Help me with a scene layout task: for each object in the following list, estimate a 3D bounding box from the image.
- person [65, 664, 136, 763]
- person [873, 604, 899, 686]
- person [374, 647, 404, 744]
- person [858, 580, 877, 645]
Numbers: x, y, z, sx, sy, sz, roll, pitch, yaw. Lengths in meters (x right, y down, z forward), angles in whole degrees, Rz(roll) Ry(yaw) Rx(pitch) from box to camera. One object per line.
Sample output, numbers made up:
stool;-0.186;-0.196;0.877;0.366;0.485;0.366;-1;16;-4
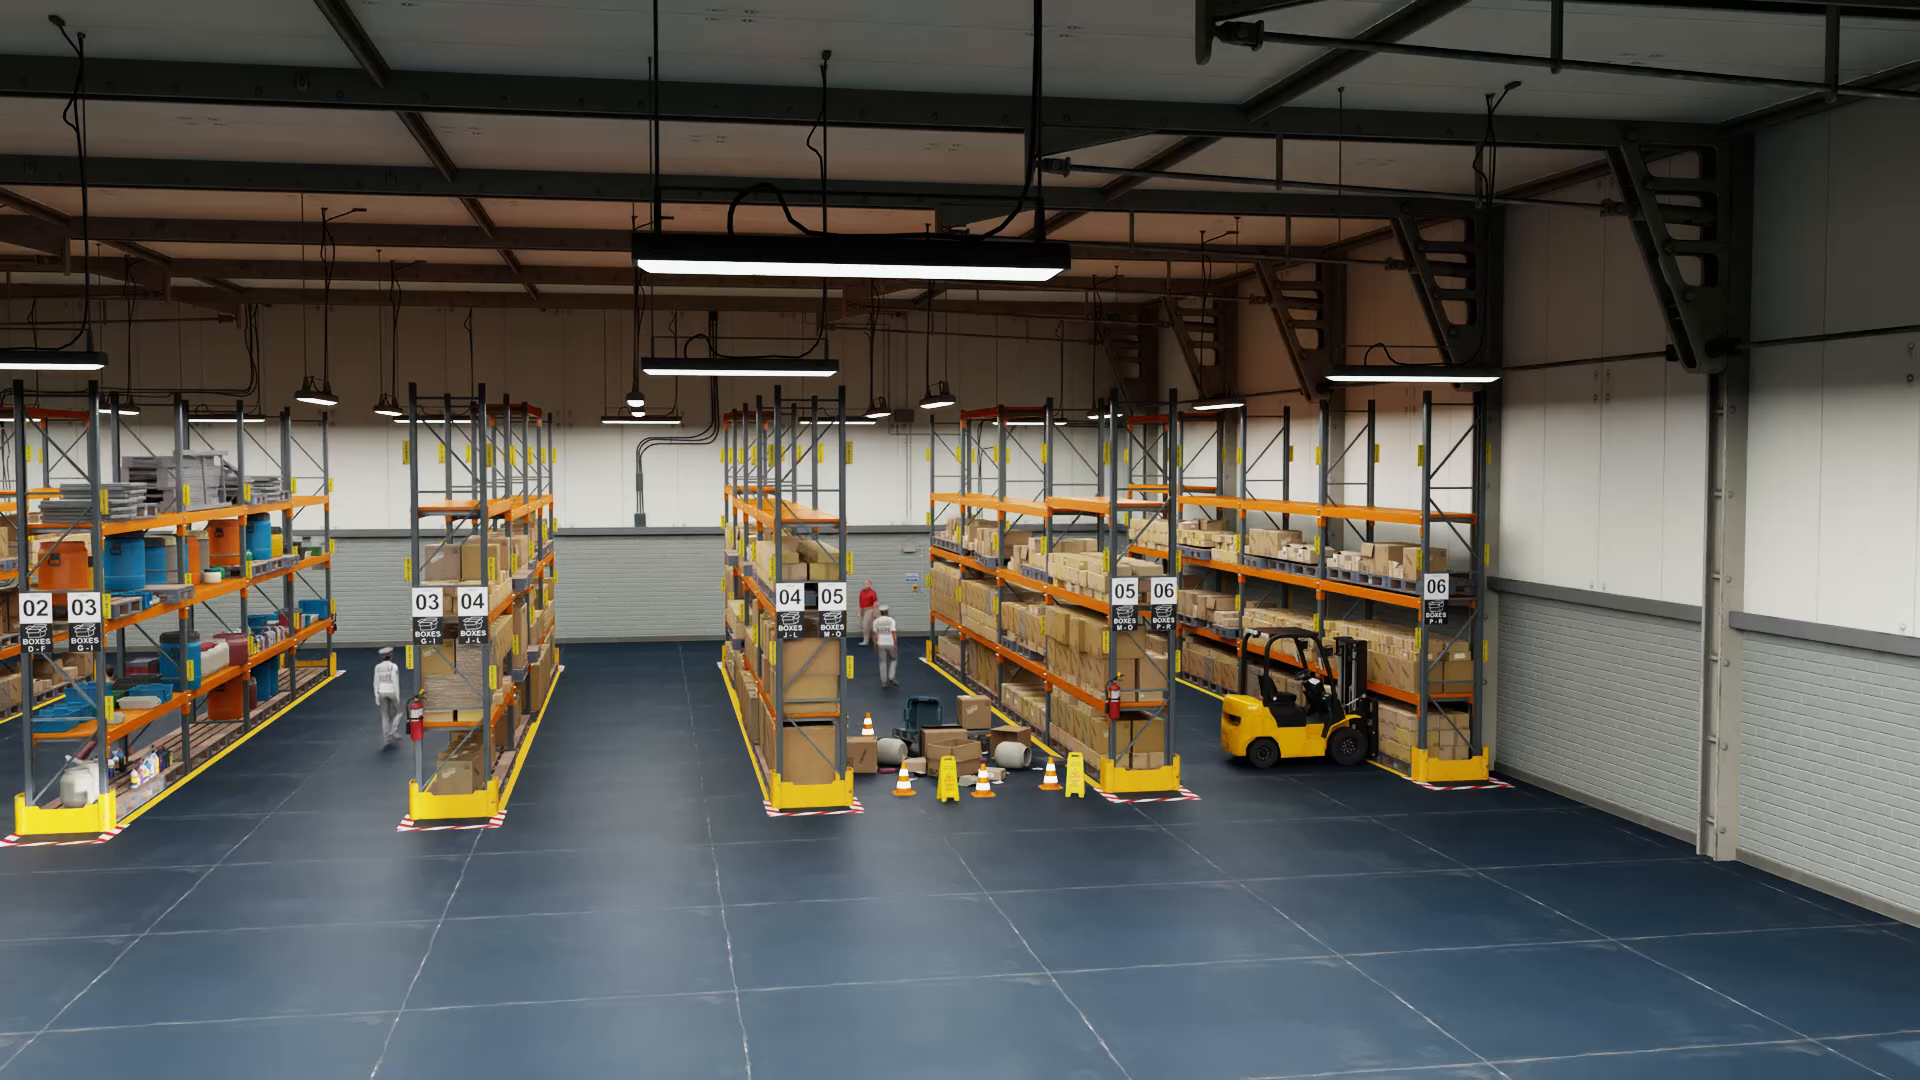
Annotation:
person;-13.829;2.812;26.823;1.033;1.616;0.482;0;3;3
person;-1.616;2.290;36.051;0.564;1.778;0.526;0;3;4
person;-9.916;2.697;28.838;0.528;1.673;0.483;0;3;-2
person;-2.417;1.911;43.908;0.791;1.693;0.520;-3;4;-43
